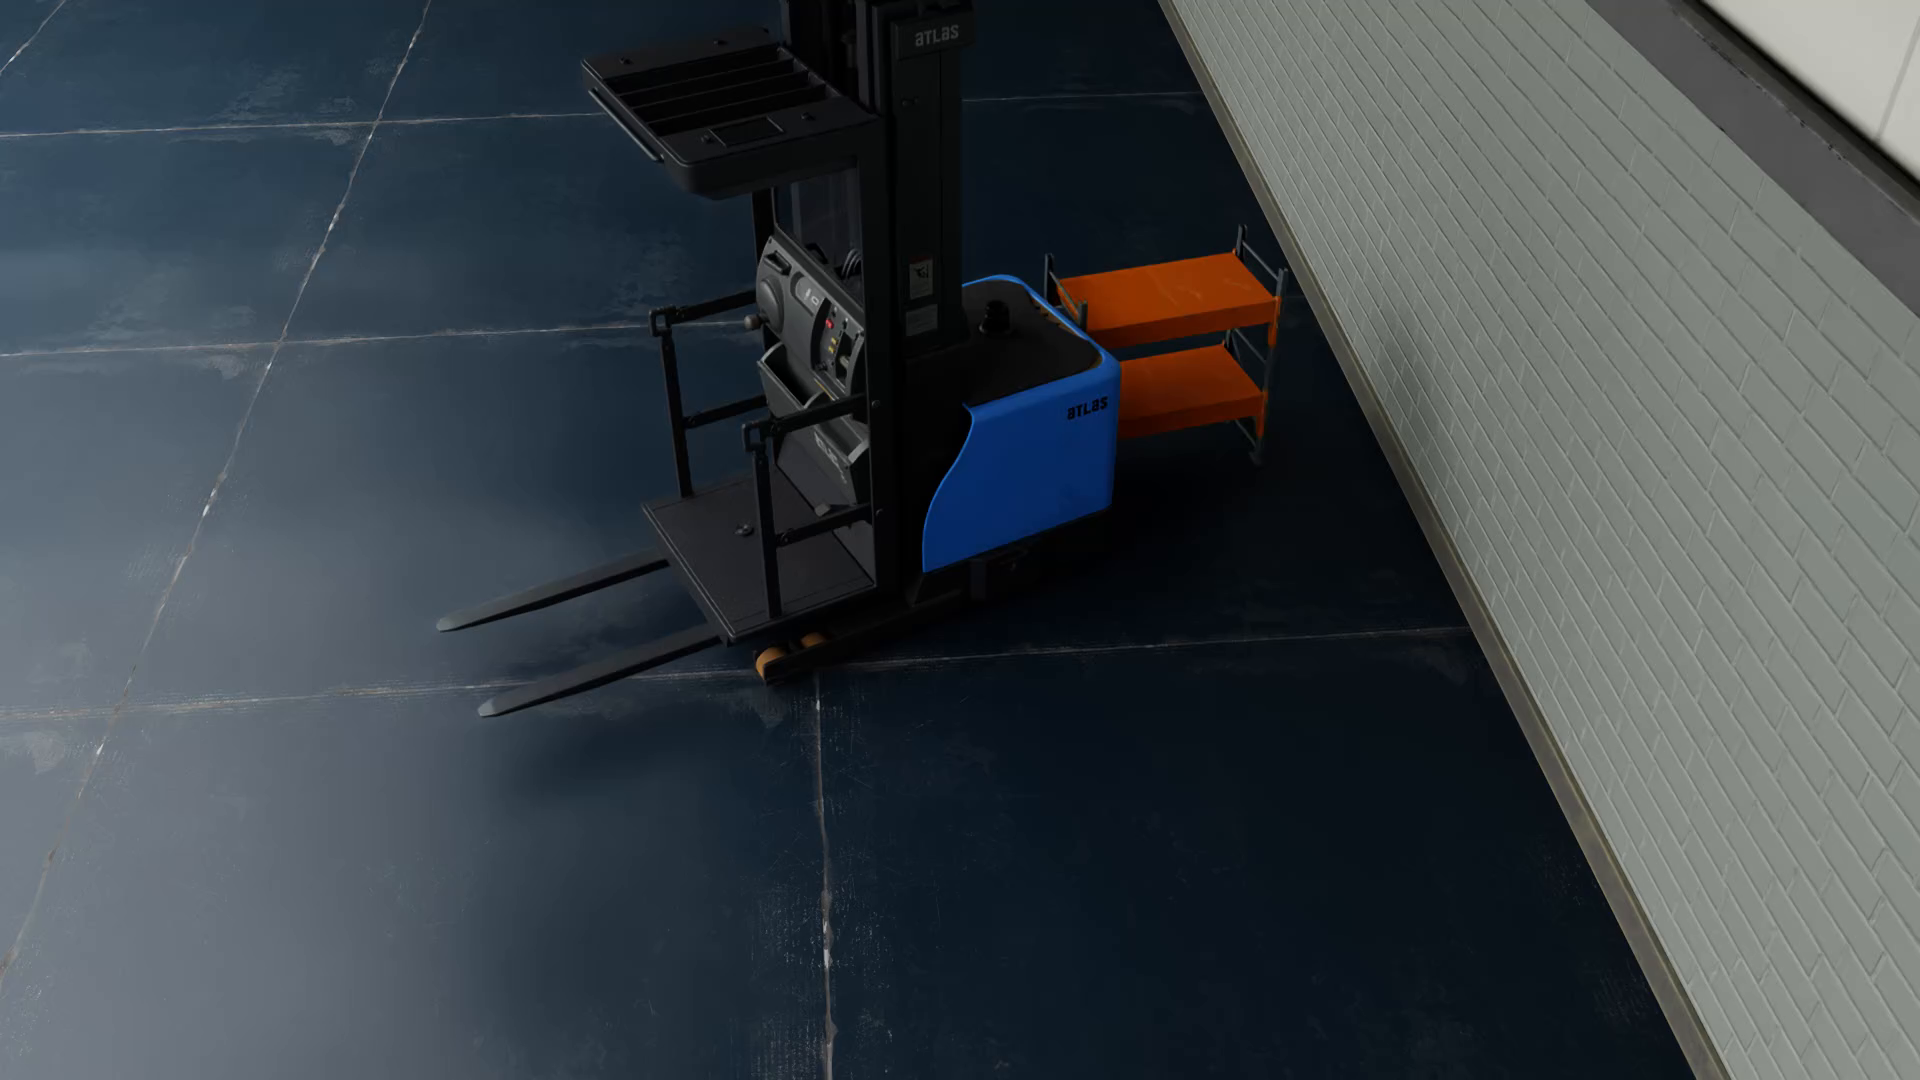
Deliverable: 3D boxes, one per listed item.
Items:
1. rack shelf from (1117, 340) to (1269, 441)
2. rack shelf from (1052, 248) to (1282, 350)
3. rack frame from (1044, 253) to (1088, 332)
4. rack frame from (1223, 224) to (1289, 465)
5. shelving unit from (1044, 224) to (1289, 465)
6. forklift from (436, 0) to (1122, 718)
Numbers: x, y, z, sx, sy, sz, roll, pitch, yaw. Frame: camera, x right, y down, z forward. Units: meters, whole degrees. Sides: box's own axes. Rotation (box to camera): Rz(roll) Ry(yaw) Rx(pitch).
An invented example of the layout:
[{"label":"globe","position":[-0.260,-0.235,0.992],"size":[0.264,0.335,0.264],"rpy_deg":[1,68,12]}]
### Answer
[{"label":"rack shelf","position":[0.984,-0.690,8.433],"size":[1.000,0.278,0.538],"rpy_deg":[-11,40,-14]},{"label":"rack shelf","position":[0.984,-1.112,8.101],"size":[1.000,0.278,0.538],"rpy_deg":[-11,40,-14]},{"label":"rack frame","position":[0.499,-0.788,8.163],"size":[0.032,1.125,0.500],"rpy_deg":[-11,40,-14]},{"label":"rack frame","position":[1.469,-0.976,8.401],"size":[0.032,1.125,0.500],"rpy_deg":[-11,40,-14]},{"label":"shelving unit","position":[0.984,-0.882,8.282],"size":[1.048,1.125,0.538],"rpy_deg":[-11,40,-14]},{"label":"forklift","position":[-0.806,-0.894,6.839],"size":[3.031,2.935,1.130],"rpy_deg":[-19,42,-23]}]
